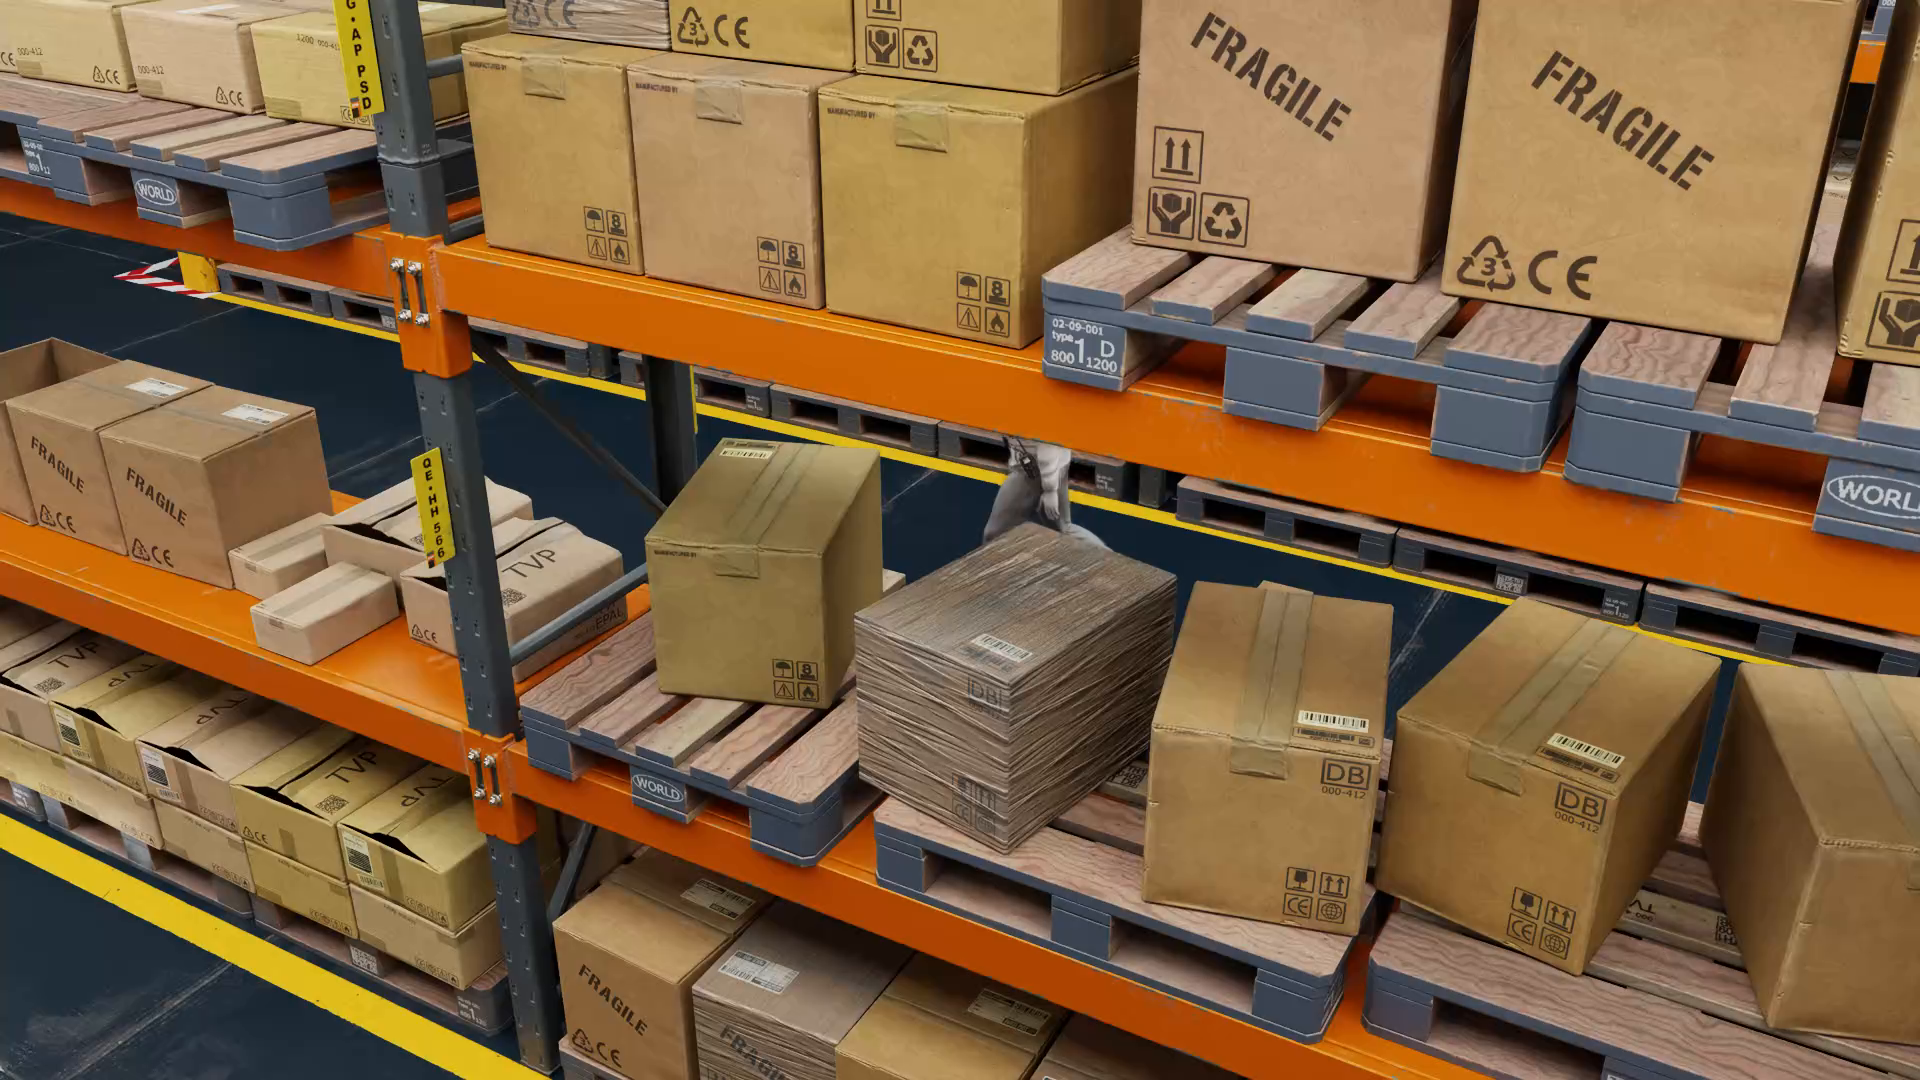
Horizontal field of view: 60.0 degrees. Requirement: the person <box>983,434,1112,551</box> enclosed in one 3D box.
[{"bbox_3d":[0.408,-0.362,7.805,0.960,1.640,0.503,3,27,6],"label":"person"}]
